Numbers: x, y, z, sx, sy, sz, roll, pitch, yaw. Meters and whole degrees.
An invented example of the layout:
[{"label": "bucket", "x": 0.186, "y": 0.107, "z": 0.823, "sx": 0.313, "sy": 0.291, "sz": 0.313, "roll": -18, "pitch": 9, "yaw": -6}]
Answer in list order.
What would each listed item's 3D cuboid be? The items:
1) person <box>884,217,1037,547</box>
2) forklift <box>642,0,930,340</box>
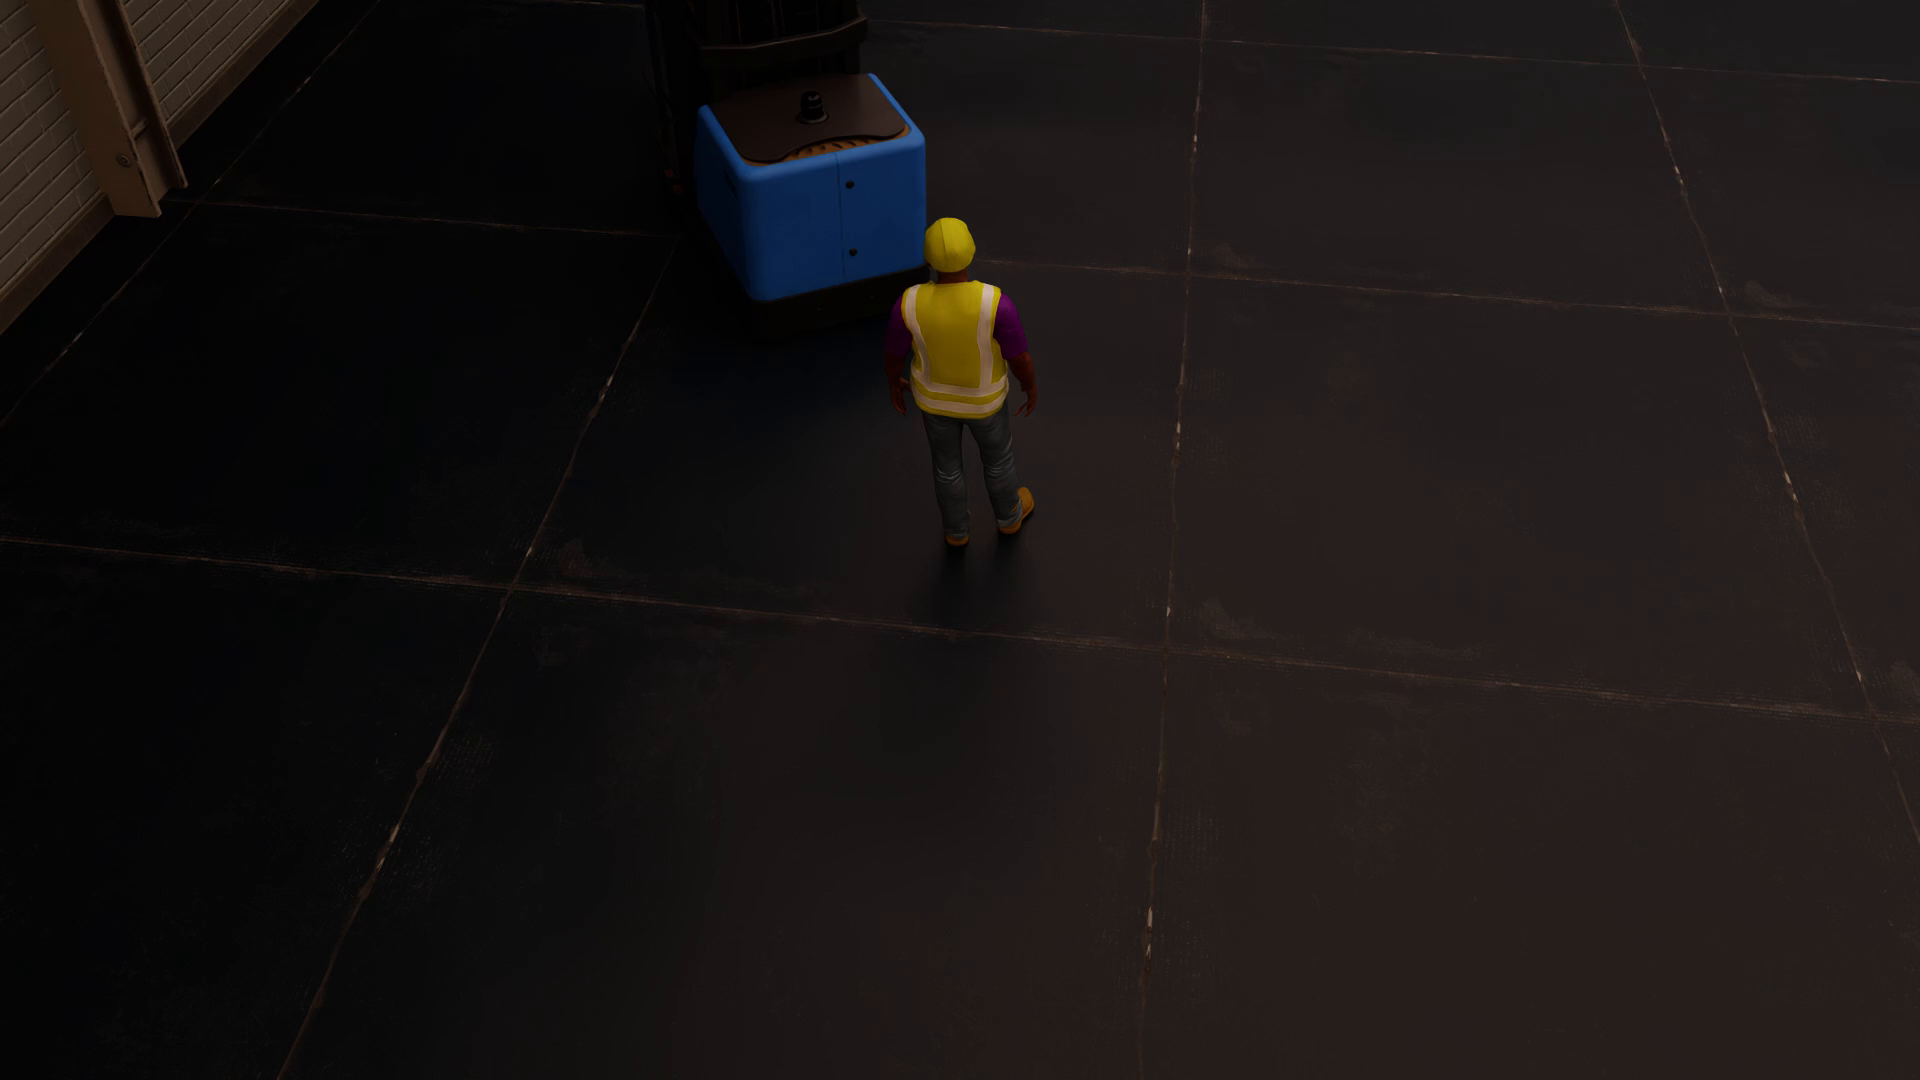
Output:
[{"label": "person", "x": 0.015, "y": -0.701, "z": 7.338, "sx": 0.666, "sy": 1.765, "sz": 0.577, "roll": 5, "pitch": 43, "yaw": 6}, {"label": "forklift", "x": -1.198, "y": -3.164, "z": 9.169, "sx": 1.130, "sy": 2.935, "sz": 3.031, "roll": -16, "pitch": 45, "yaw": -16}]
